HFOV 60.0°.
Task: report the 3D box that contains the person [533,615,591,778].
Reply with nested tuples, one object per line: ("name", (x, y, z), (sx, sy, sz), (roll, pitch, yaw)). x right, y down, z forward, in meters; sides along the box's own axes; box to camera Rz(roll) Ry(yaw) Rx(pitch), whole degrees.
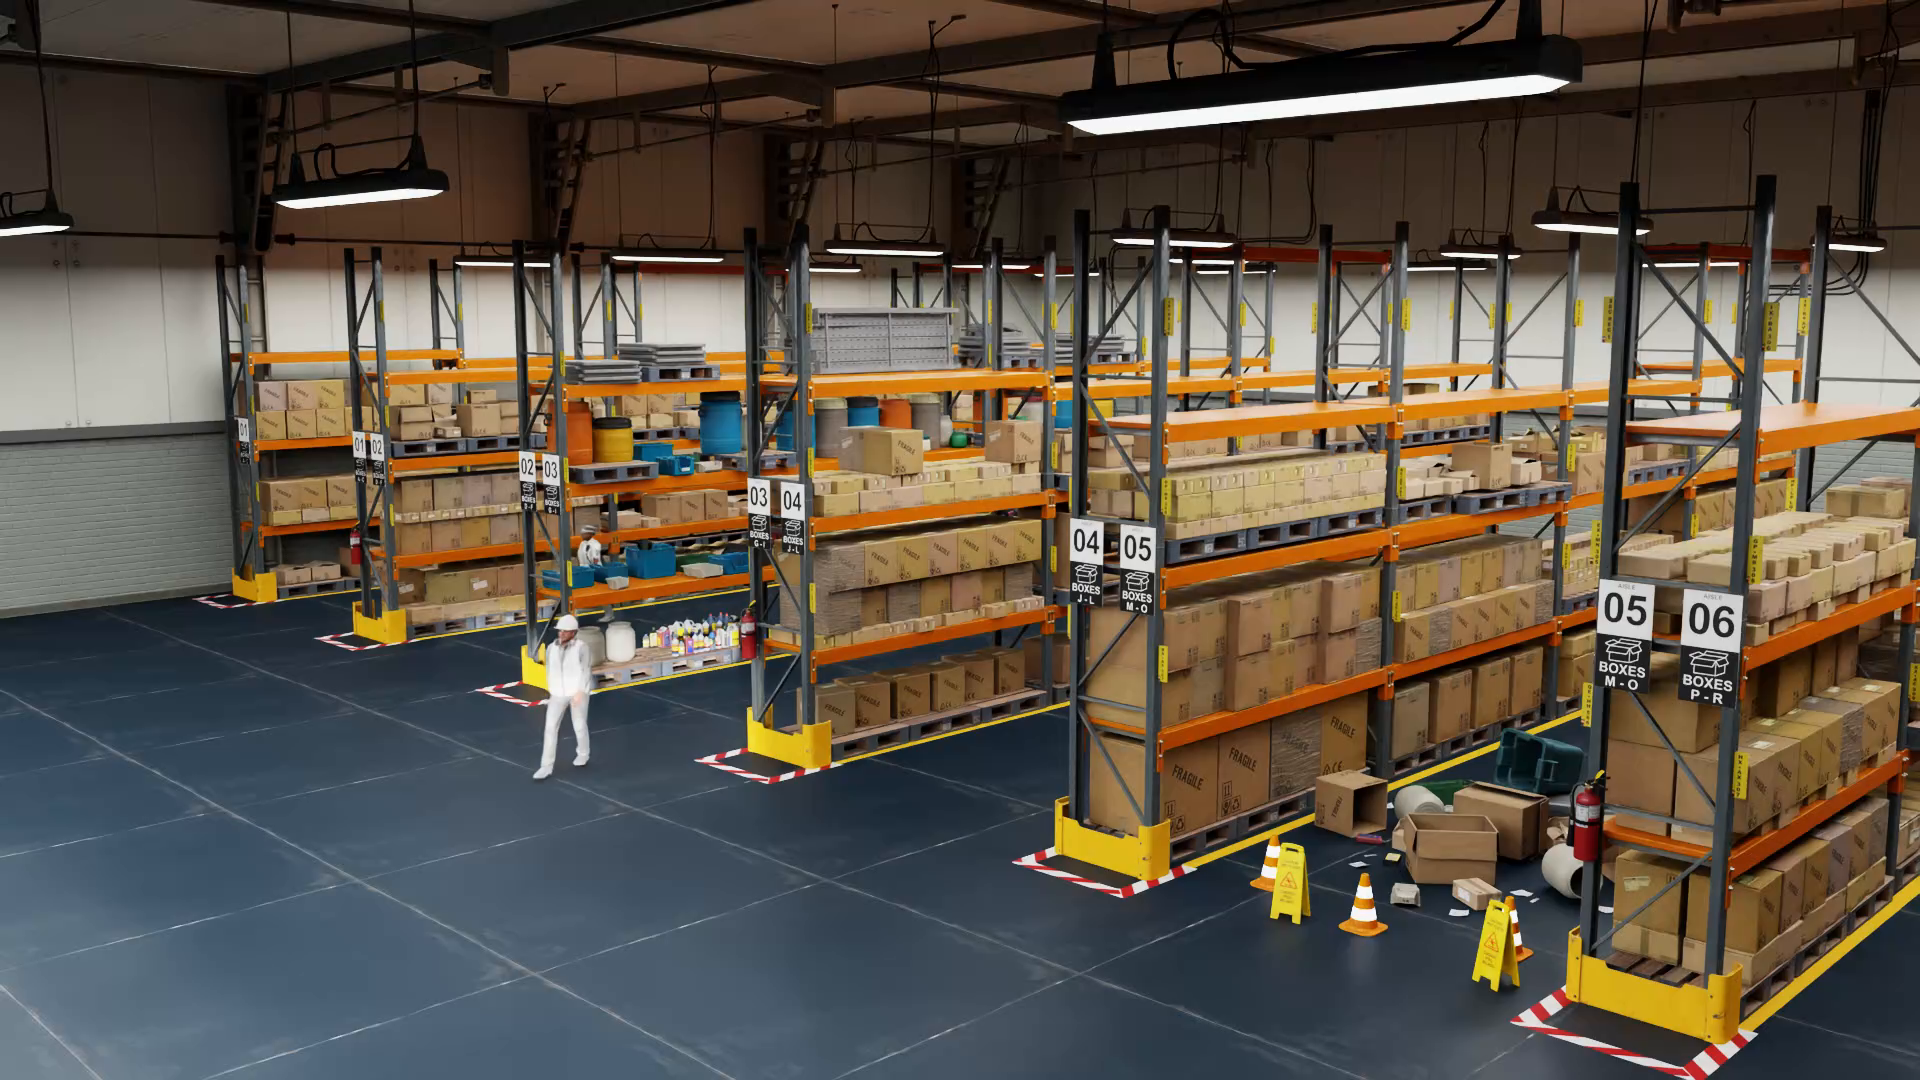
("person", (-4.351, 1.695, 18.351), (0.569, 1.737, 0.872), (0, 8, 3))

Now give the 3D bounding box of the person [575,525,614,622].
("person", (-6.001, 0.555, 26.753), (0.469, 1.623, 0.977), (5, 9, 31))
